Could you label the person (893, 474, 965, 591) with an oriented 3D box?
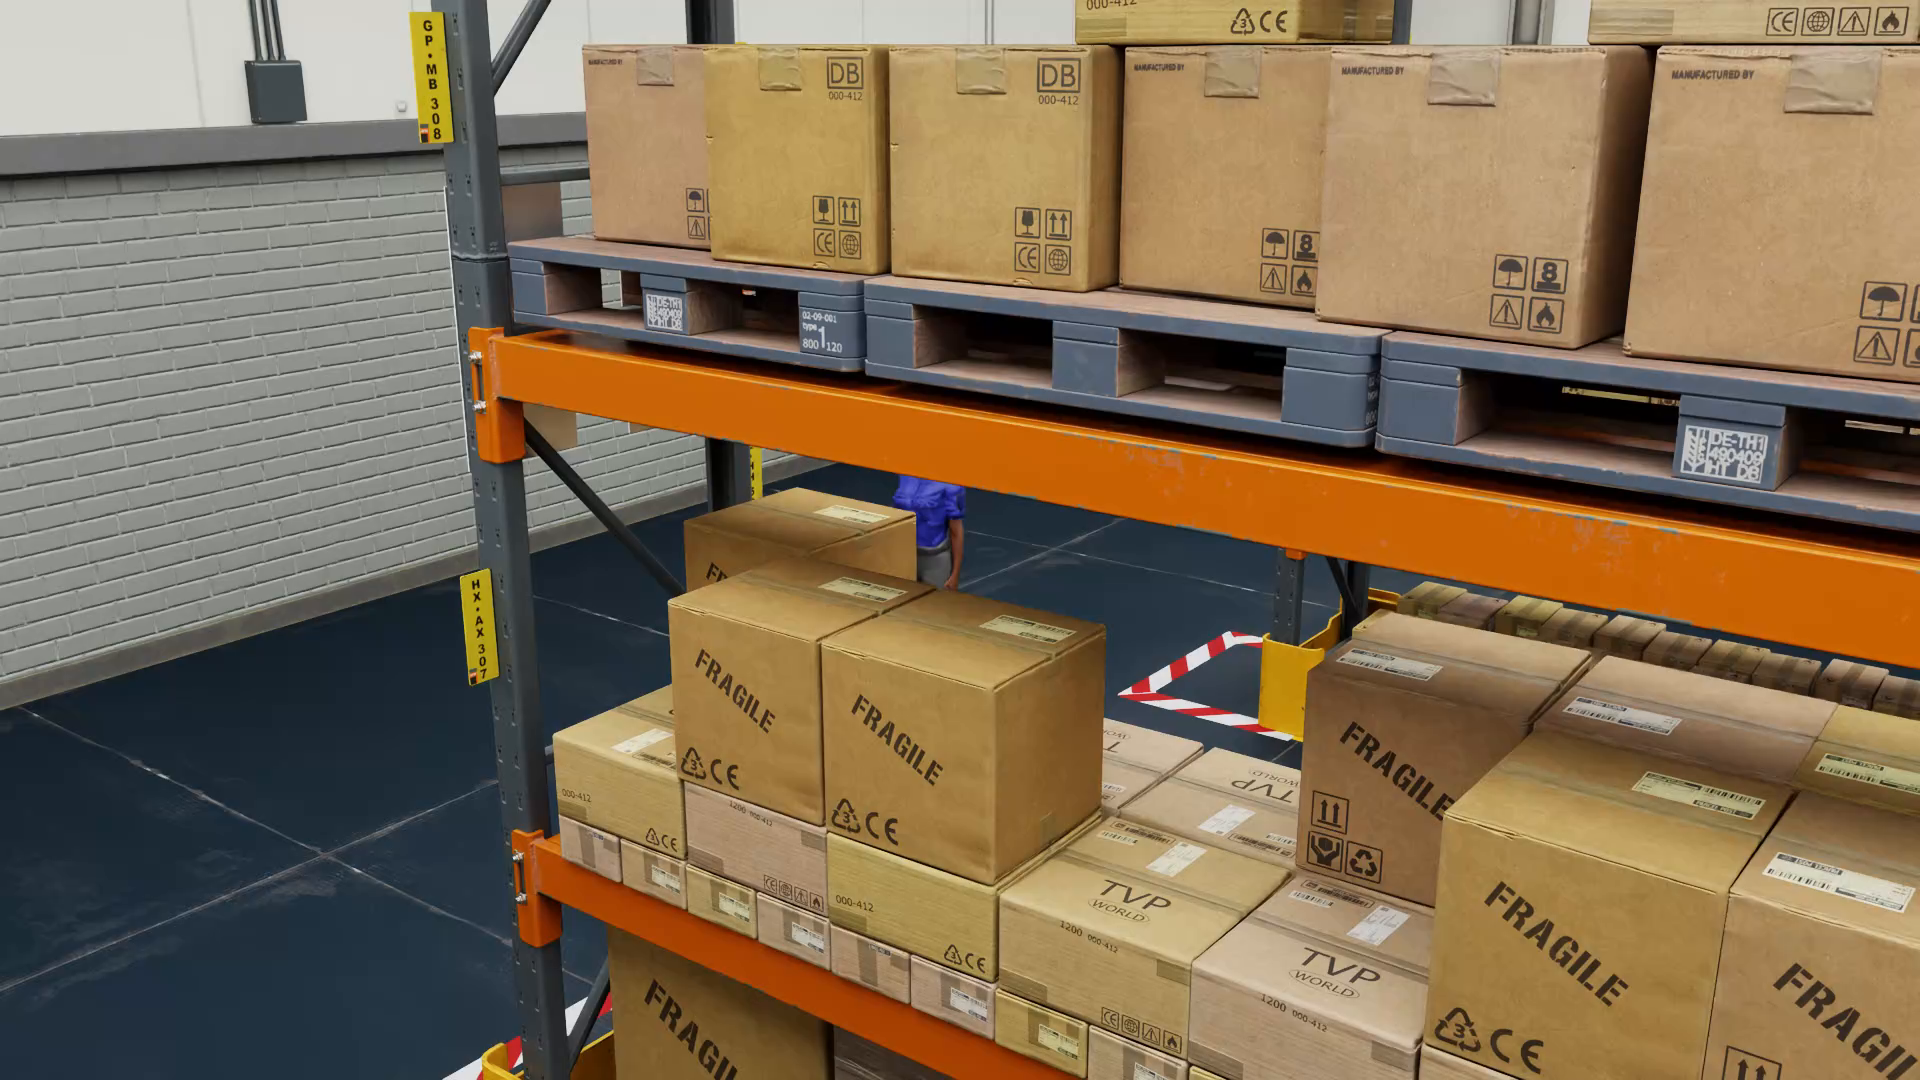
[{"bbox_3d":[-0.185,0.166,9.020,0.438,1.640,0.380,13,21,36],"label":"person"}]
